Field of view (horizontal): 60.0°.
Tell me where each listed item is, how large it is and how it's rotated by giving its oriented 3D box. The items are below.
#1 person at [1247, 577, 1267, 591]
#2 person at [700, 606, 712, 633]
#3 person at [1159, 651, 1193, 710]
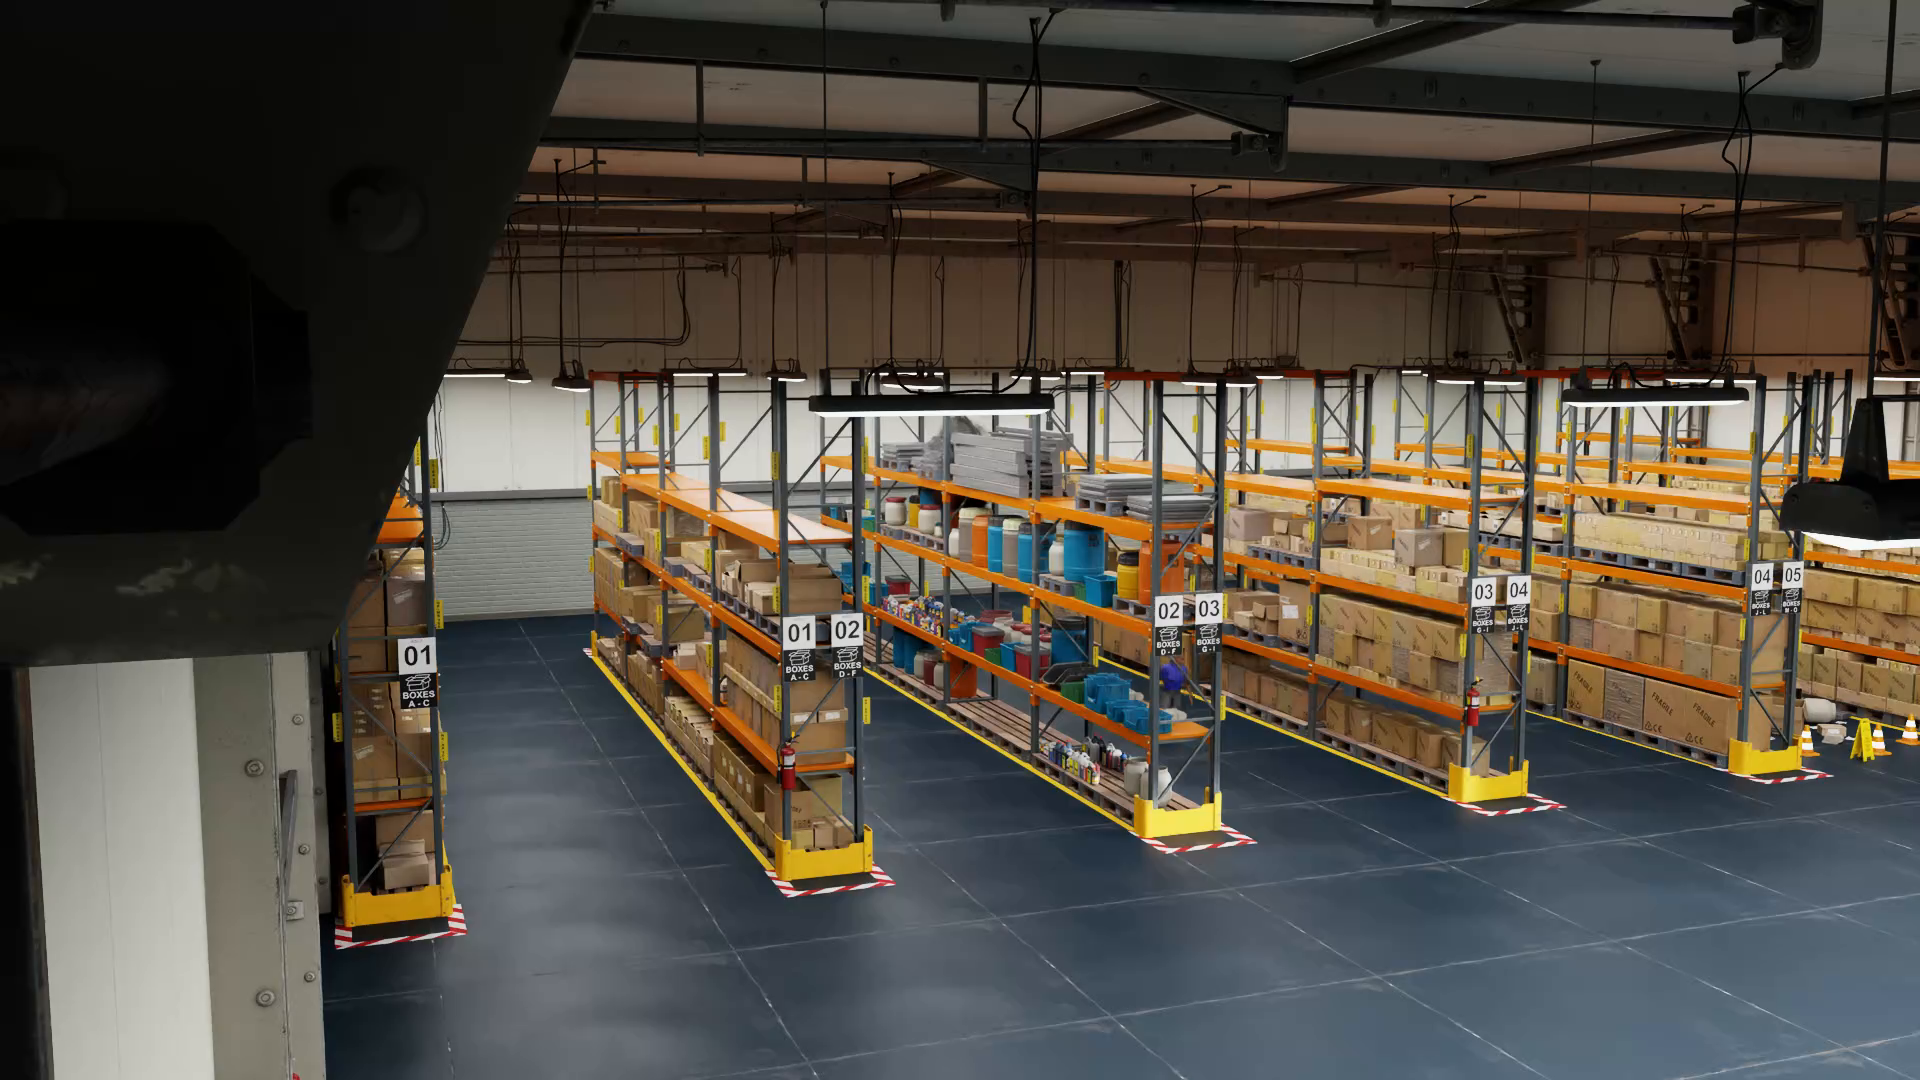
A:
[{"bbox_3d":[7.315,0.841,41.401,0.941,1.706,0.721,2,7,16],"label":"person"},{"bbox_3d":[-5.523,1.502,35.459,0.765,1.817,0.683,6,9,43],"label":"person"},{"bbox_3d":[3.447,2.540,26.959,0.551,1.552,0.645,-2,7,-18],"label":"person"}]
